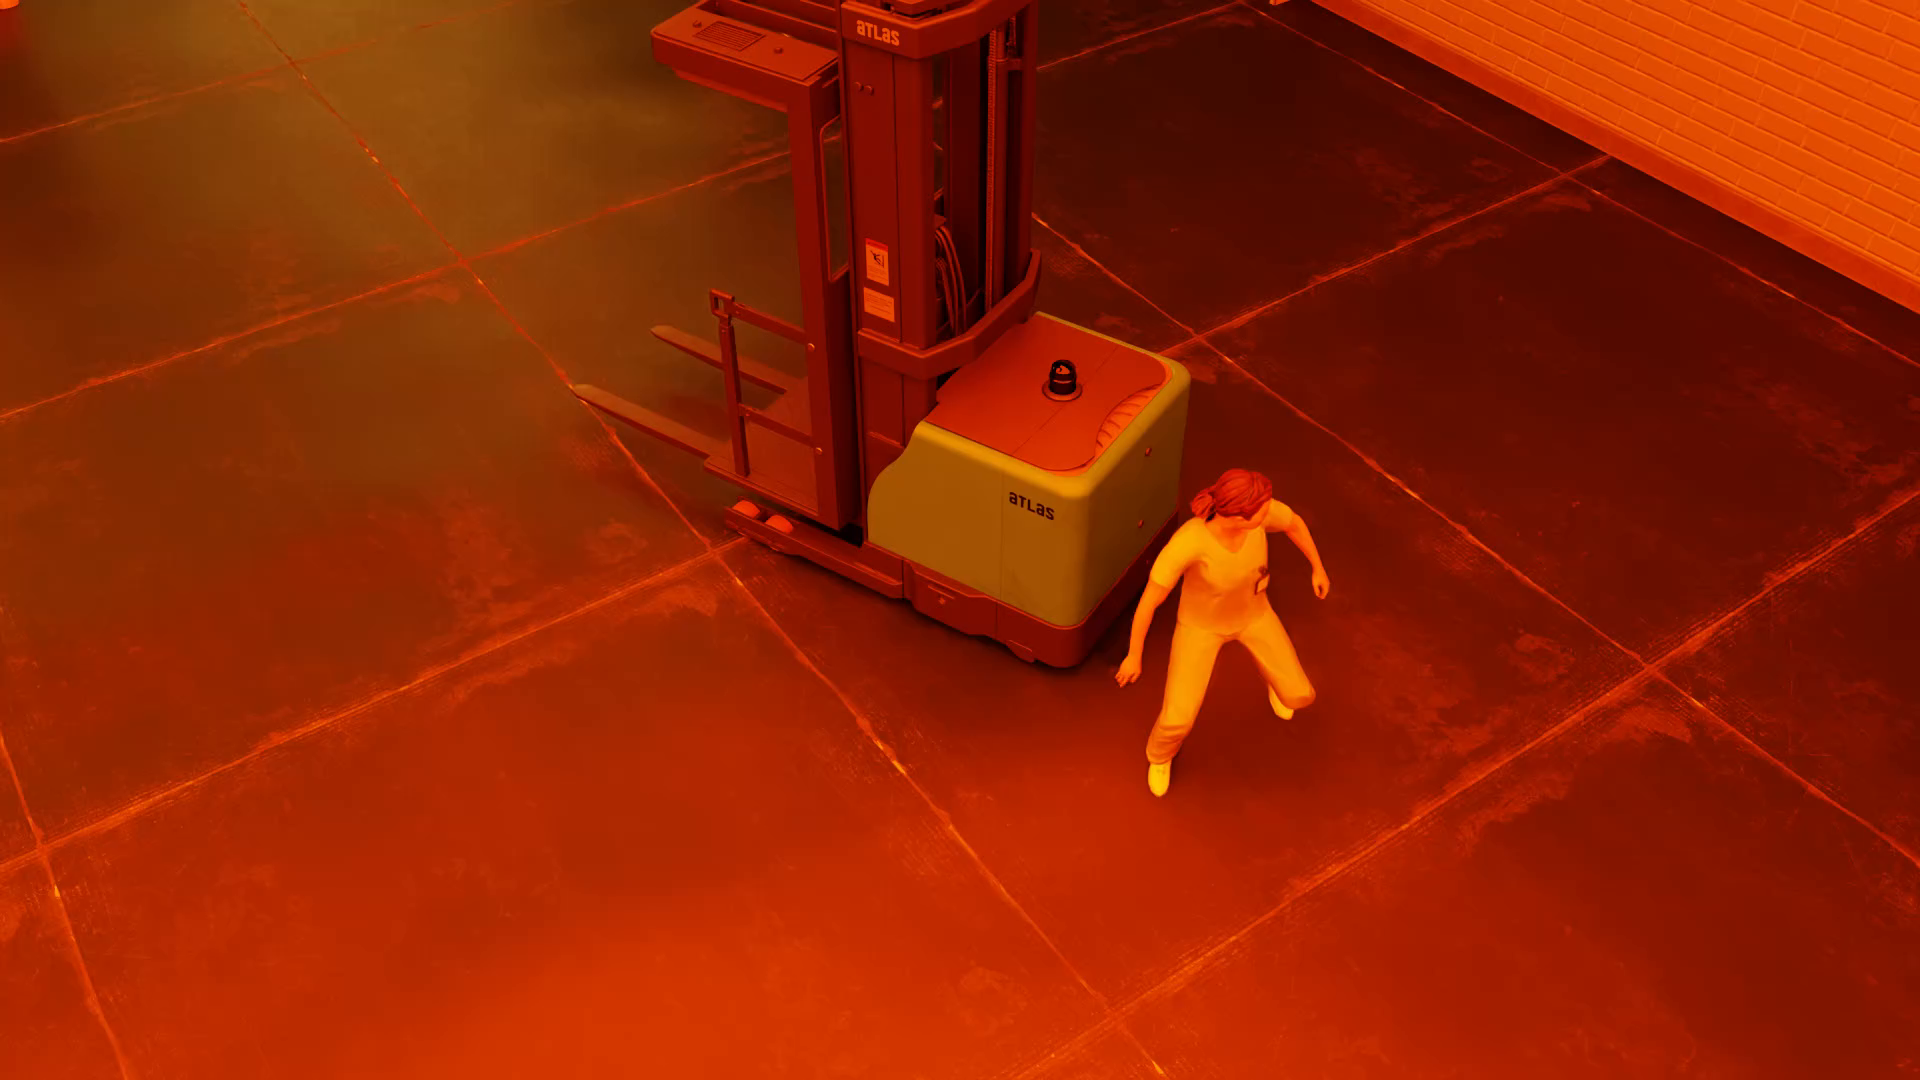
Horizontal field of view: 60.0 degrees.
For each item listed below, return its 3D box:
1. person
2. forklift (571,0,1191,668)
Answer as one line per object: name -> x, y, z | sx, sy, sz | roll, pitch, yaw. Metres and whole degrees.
person -> 1.016, 0.323, 6.415 | 0.921, 1.553, 0.500 | -10, 44, -10
forklift -> -0.511, -1.302, 7.129 | 3.031, 2.935, 1.130 | 24, 48, 24
